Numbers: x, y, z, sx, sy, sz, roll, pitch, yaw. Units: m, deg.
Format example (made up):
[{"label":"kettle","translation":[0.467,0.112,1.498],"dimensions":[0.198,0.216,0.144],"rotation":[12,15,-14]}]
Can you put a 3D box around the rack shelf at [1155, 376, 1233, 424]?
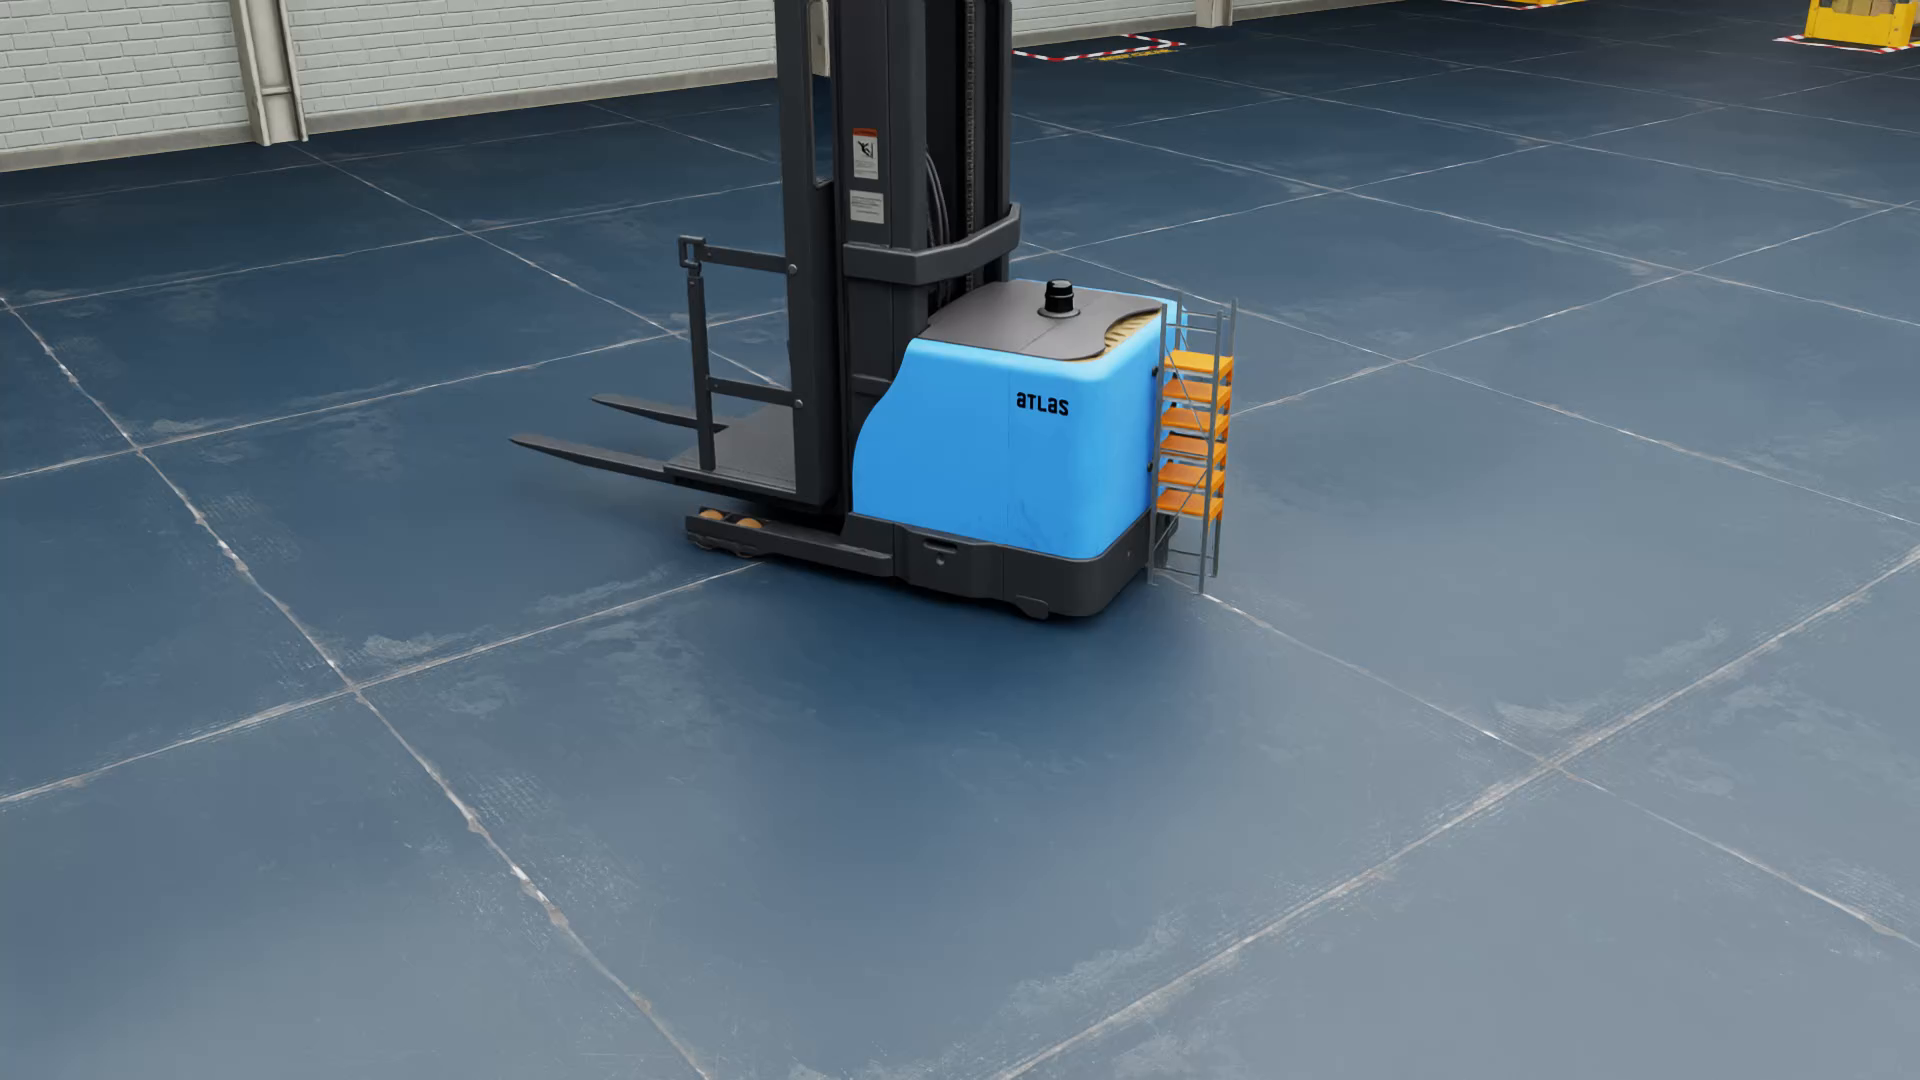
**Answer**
[{"label":"rack shelf","translation":[0.920,-0.551,6.548],"dimensions":[0.258,0.103,0.180],"rotation":[11,27,23]}]

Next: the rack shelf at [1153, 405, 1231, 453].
[{"label":"rack shelf","translation":[0.920,-0.443,6.599],"dimensions":[0.258,0.103,0.180],"rotation":[11,27,23]}]

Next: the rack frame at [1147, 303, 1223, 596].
[{"label":"rack frame","translation":[0.881,-0.339,6.556],"dimensions":[0.240,1.200,0.006],"rotation":[11,27,23]}]

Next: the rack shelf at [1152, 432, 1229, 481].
[{"label":"rack shelf","translation":[0.920,-0.334,6.649],"dimensions":[0.258,0.103,0.180],"rotation":[11,27,23]}]

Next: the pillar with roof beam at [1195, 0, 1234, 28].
[{"label":"pillar with roof beam","translation":[5.966,-9.380,16.771],"dimensions":[0.400,9.000,9.100],"rotation":[-18,31,-34]}]

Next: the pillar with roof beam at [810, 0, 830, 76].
[{"label":"pillar with roof beam","translation":[1.245,-7.821,13.413],"dimensions":[0.400,9.000,9.100],"rotation":[-18,31,-34]}]

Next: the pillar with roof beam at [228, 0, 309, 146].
[{"label":"pillar with roof beam","translation":[-3.477,-6.263,10.054],"dimensions":[0.400,9.000,9.100],"rotation":[-18,31,-34]}]

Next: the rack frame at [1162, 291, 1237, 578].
[{"label":"rack frame","translation":[0.960,-0.409,6.705],"dimensions":[0.240,1.200,0.006],"rotation":[11,27,23]}]

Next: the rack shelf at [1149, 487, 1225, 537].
[{"label":"rack shelf","translation":[0.920,-0.116,6.750],"dimensions":[0.258,0.103,0.180],"rotation":[11,27,23]}]

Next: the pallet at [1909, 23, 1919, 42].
[{"label":"pallet","translation":[11.650,-6.483,20.967],"dimensions":[1.213,0.211,1.003],"rotation":[-18,31,-34]}]

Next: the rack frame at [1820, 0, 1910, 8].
[{"label":"rack frame","translation":[11.074,-7.535,19.922],"dimensions":[0.127,3.000,1.000],"rotation":[-18,31,-34]}]

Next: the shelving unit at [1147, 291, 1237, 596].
[{"label":"shelving unit","translation":[0.920,-0.374,6.631],"dimensions":[0.258,1.200,0.189],"rotation":[11,27,23]}]

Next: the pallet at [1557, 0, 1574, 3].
[{"label":"pallet","translation":[8.735,-8.129,24.515],"dimensions":[1.213,0.211,1.003],"rotation":[-18,31,-34]}]

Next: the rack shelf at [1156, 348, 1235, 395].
[{"label":"rack shelf","translation":[0.920,-0.660,6.498],"dimensions":[0.258,0.103,0.180],"rotation":[11,27,23]}]

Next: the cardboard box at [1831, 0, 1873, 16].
[{"label":"cardboard box","translation":[11.314,-6.715,20.924],"dimensions":[0.500,0.250,0.500],"rotation":[-18,31,-34]}]

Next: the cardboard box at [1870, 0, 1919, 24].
[{"label":"cardboard box","translation":[11.633,-6.544,20.554],"dimensions":[0.500,0.250,0.500],"rotation":[-18,31,-34]}]

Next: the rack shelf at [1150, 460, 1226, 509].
[{"label":"rack shelf","translation":[0.920,-0.225,6.700],"dimensions":[0.258,0.103,0.180],"rotation":[11,27,23]}]

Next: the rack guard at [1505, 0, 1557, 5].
[{"label":"rack guard","translation":[8.074,-8.061,24.025],"dimensions":[0.348,0.500,1.175],"rotation":[-18,31,-34]}]

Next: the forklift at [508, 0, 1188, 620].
[{"label":"forklift","translation":[-0.606,-1.437,6.864],"dimensions":[3.031,2.935,1.130],"rotation":[12,28,24]}]

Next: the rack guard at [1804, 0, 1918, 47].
[{"label":"rack guard","translation":[11.055,-6.395,20.435],"dimensions":[0.348,0.500,1.175],"rotation":[-18,31,-34]}]
